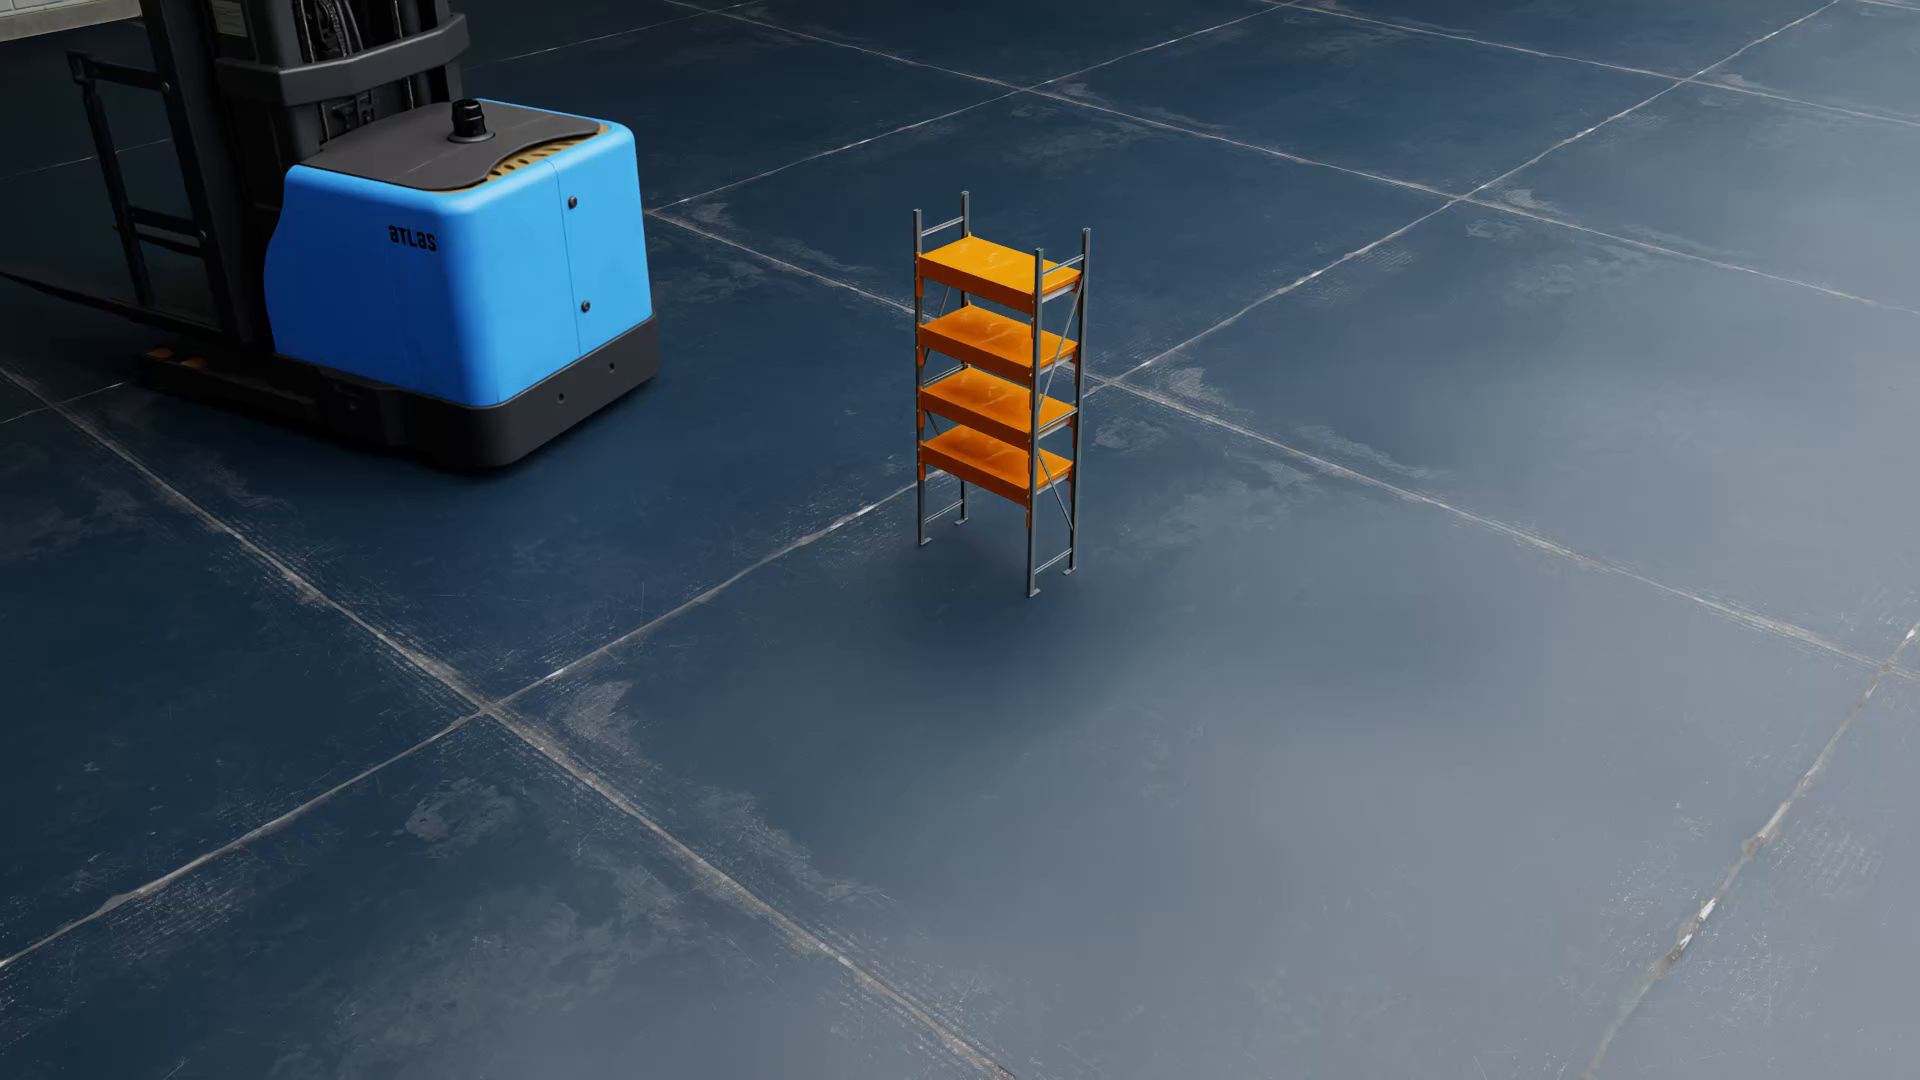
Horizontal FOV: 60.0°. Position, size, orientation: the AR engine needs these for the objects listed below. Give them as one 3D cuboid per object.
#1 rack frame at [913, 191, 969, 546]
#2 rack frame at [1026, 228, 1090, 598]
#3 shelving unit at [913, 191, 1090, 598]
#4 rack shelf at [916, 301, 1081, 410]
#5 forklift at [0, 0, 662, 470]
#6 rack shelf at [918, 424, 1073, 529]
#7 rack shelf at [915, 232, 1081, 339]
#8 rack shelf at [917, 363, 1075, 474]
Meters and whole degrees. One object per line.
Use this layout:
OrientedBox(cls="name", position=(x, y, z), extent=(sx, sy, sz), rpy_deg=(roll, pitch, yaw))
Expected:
OrientedBox(cls="rack frame", position=(-0.058, -0.541, 5.486), extent=(0.015, 1.200, 0.240), rpy_deg=(25, 39, 35))
OrientedBox(cls="rack frame", position=(0.304, -0.372, 5.205), extent=(0.015, 1.200, 0.240), rpy_deg=(25, 39, 35))
OrientedBox(cls="shelving unit", position=(0.123, -0.457, 5.345), extent=(0.503, 1.200, 0.258), rpy_deg=(25, 39, 35))
OrientedBox(cls="rack shelf", position=(0.123, -0.591, 5.265), extent=(0.480, 0.148, 0.258), rpy_deg=(25, 39, 35))
OrientedBox(cls="forklift", position=(-2.761, -2.044, 6.303), extent=(3.031, 2.935, 1.130), rpy_deg=(15, 34, 24))
OrientedBox(cls="rack shelf", position=(0.123, -0.229, 5.482), extent=(0.480, 0.148, 0.258), rpy_deg=(25, 39, 35))
OrientedBox(cls="rack shelf", position=(0.123, -0.793, 5.143), extent=(0.480, 0.148, 0.258), rpy_deg=(25, 39, 35))
OrientedBox(cls="rack shelf", position=(0.123, -0.399, 5.380), extent=(0.480, 0.148, 0.258), rpy_deg=(25, 39, 35))
